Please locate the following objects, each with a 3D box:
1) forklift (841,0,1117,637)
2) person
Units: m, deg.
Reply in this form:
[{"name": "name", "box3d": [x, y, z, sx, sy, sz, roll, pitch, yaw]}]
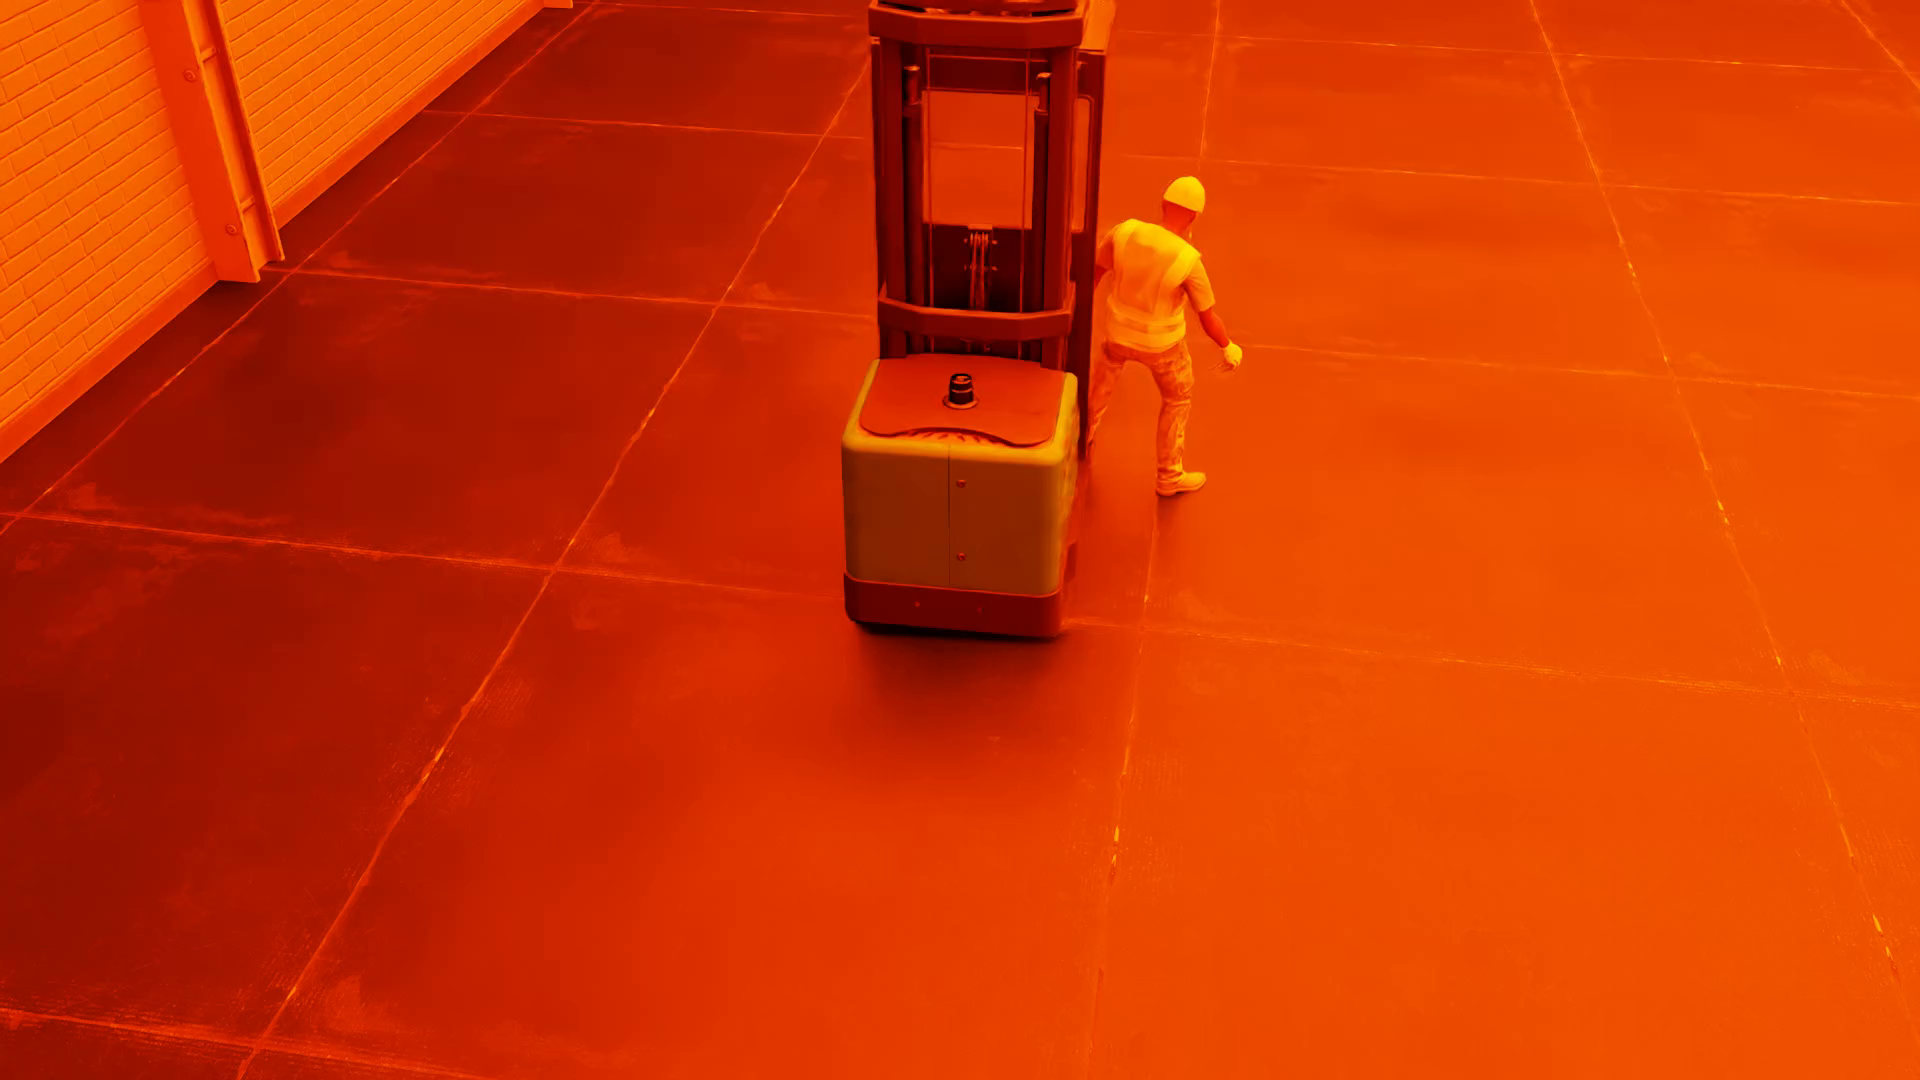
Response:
[{"name": "forklift", "box3d": [0.167, -1.573, 8.405, 1.130, 2.935, 3.031, 5, 35, 7]}, {"name": "person", "box3d": [1.026, -1.099, 8.776, 0.937, 1.733, 0.450, 22, 40, 28]}]
